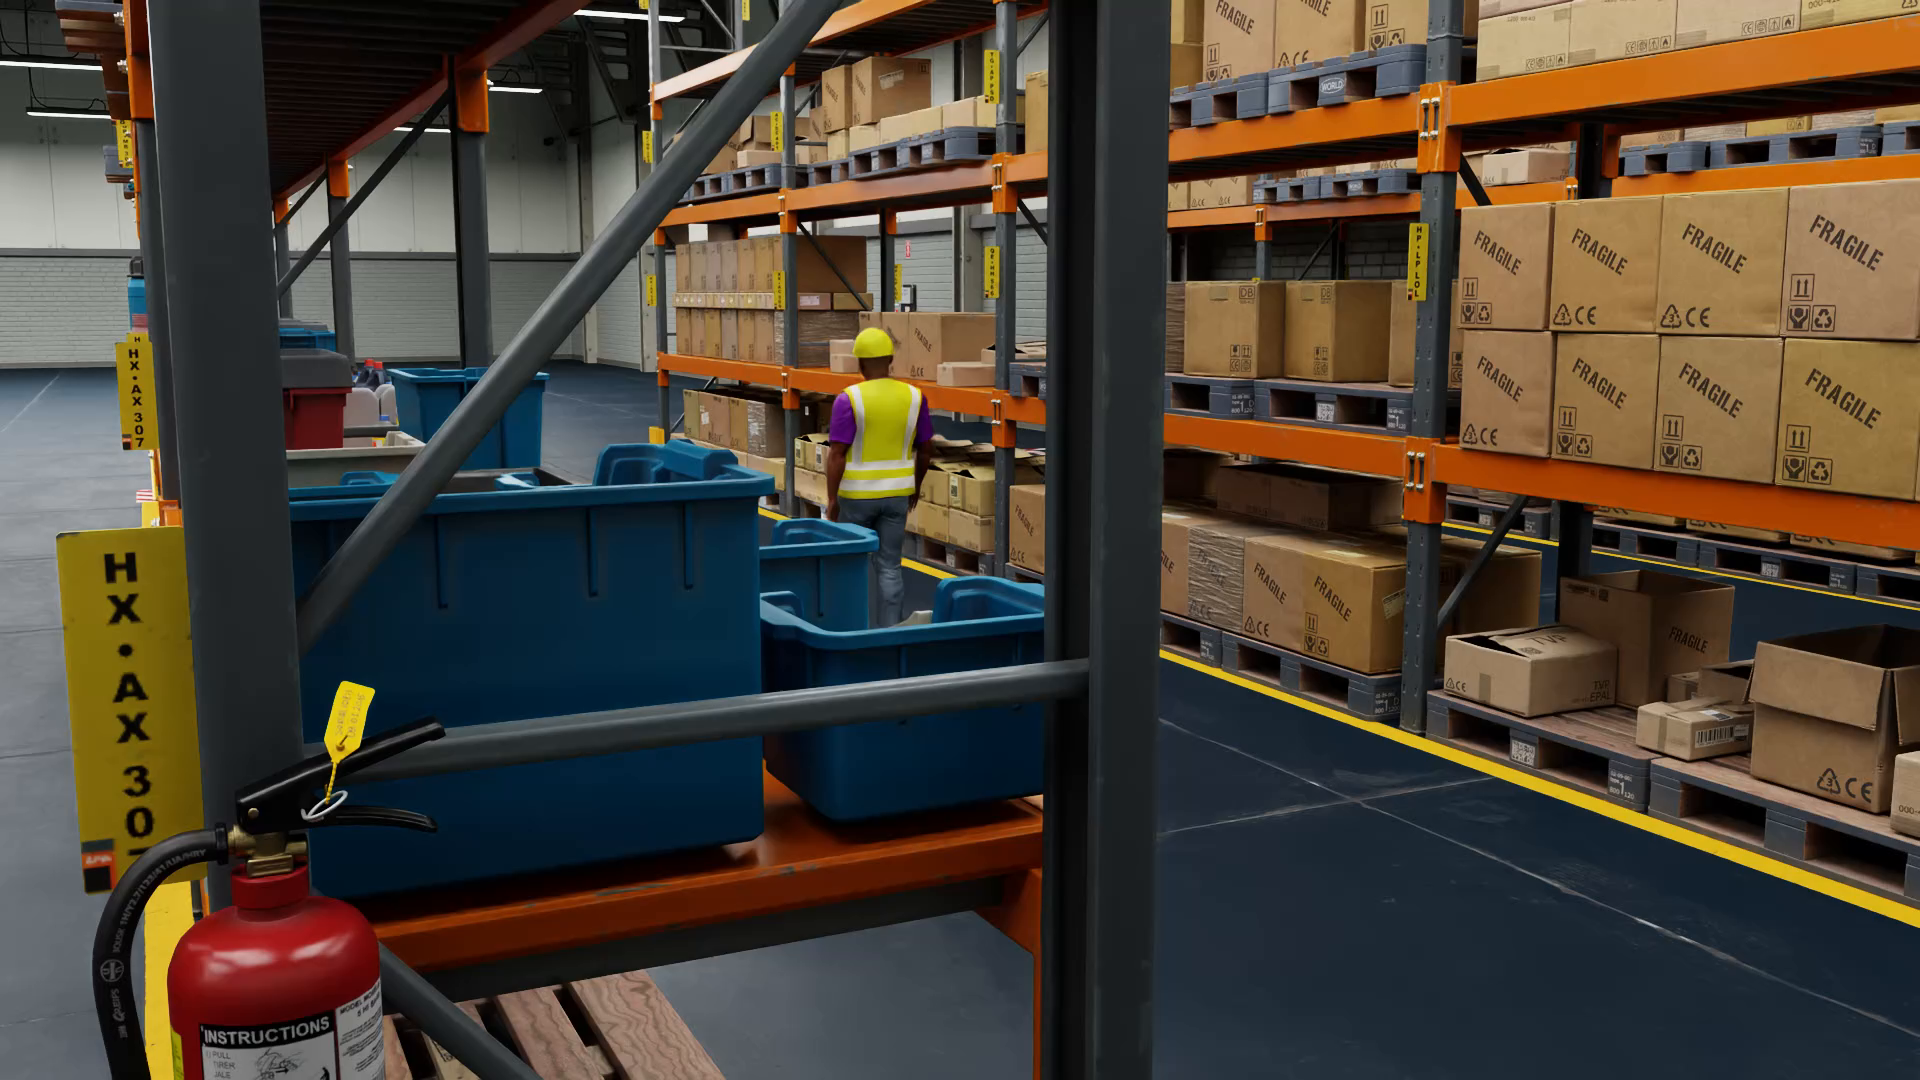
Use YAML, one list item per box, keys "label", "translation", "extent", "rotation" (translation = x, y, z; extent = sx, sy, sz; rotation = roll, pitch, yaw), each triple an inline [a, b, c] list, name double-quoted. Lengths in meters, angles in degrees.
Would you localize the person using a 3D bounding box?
- label: "person"
  translation: [-0.478, -0.228, 8.888]
  extent: [0.623, 1.730, 0.695]
  rotation: [-3, 9, -18]
